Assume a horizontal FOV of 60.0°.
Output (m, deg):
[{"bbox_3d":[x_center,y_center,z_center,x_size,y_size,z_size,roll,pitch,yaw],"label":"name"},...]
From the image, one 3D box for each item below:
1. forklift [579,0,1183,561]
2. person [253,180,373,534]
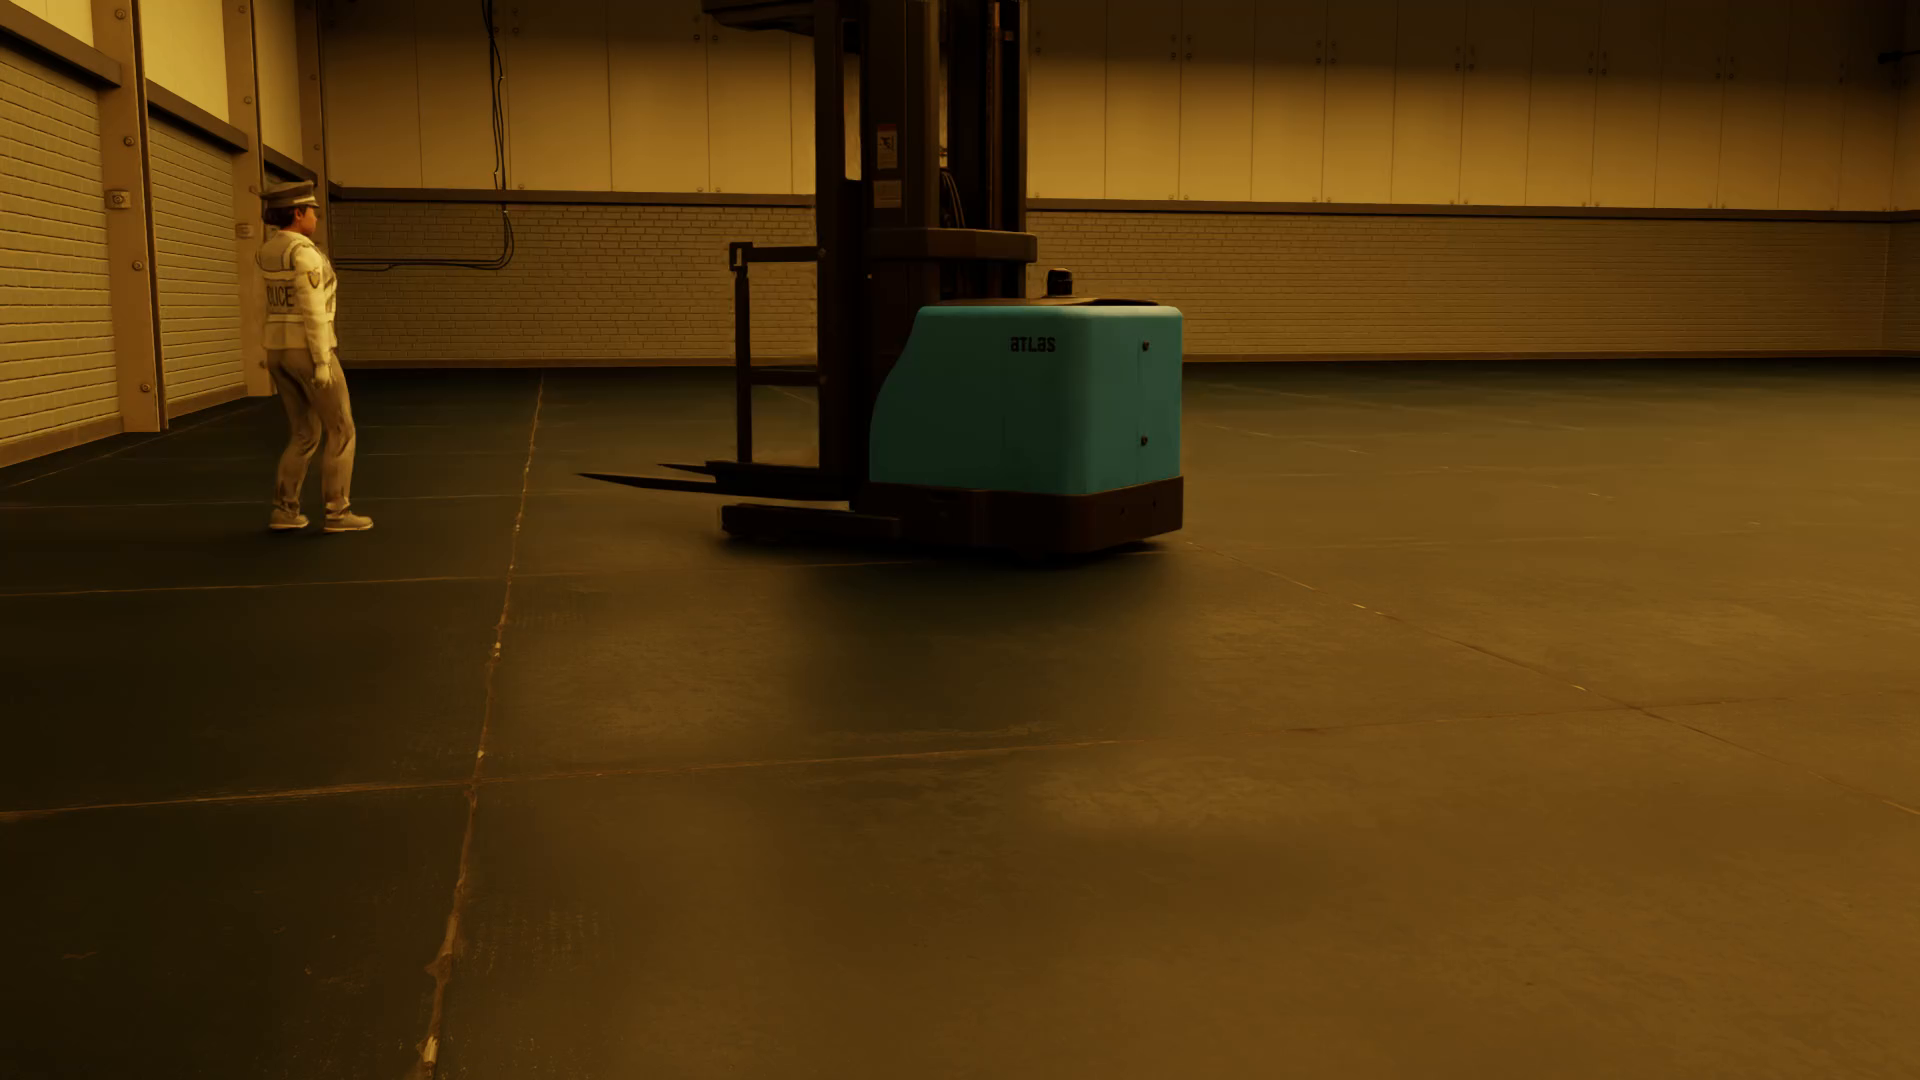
[{"bbox_3d":[-0.502,-1.493,7.803,3.031,2.935,1.130,5,9,33],"label":"forklift"},{"bbox_3d":[-3.105,-0.871,7.958,0.545,1.671,0.414,7,10,40],"label":"person"}]
